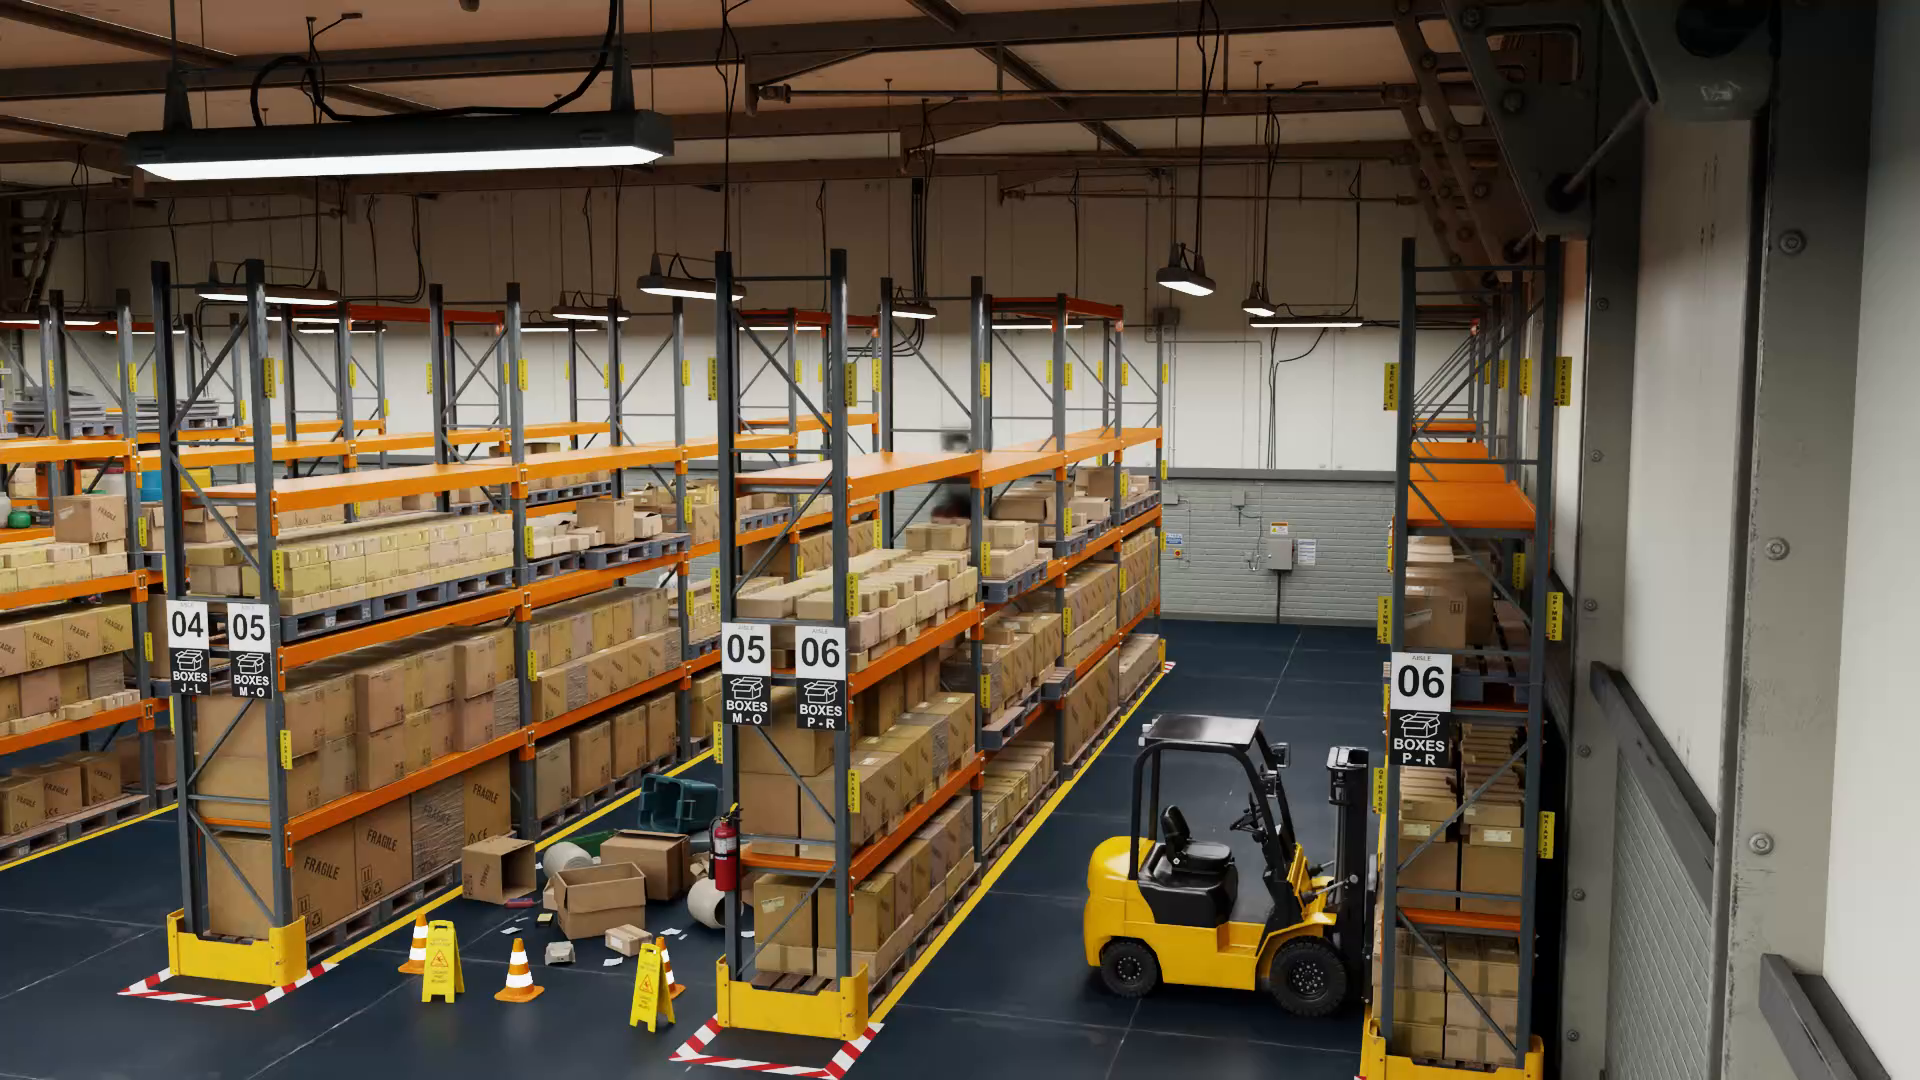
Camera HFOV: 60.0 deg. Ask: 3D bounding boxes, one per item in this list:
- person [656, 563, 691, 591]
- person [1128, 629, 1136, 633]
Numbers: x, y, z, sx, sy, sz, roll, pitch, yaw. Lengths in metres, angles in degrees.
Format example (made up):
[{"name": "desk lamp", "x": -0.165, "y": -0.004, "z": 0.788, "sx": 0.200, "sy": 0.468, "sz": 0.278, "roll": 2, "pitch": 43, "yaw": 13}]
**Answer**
[{"name": "person", "x": -5.230, "y": 1.153, "z": 30.411, "sx": 0.663, "sy": 1.690, "sz": 0.762, "roll": -2, "pitch": 6, "yaw": -20}, {"name": "person", "x": 2.883, "y": 1.262, "z": 29.548, "sx": 0.643, "sy": 1.589, "sz": 0.540, "roll": 4, "pitch": 7, "yaw": 30}]
